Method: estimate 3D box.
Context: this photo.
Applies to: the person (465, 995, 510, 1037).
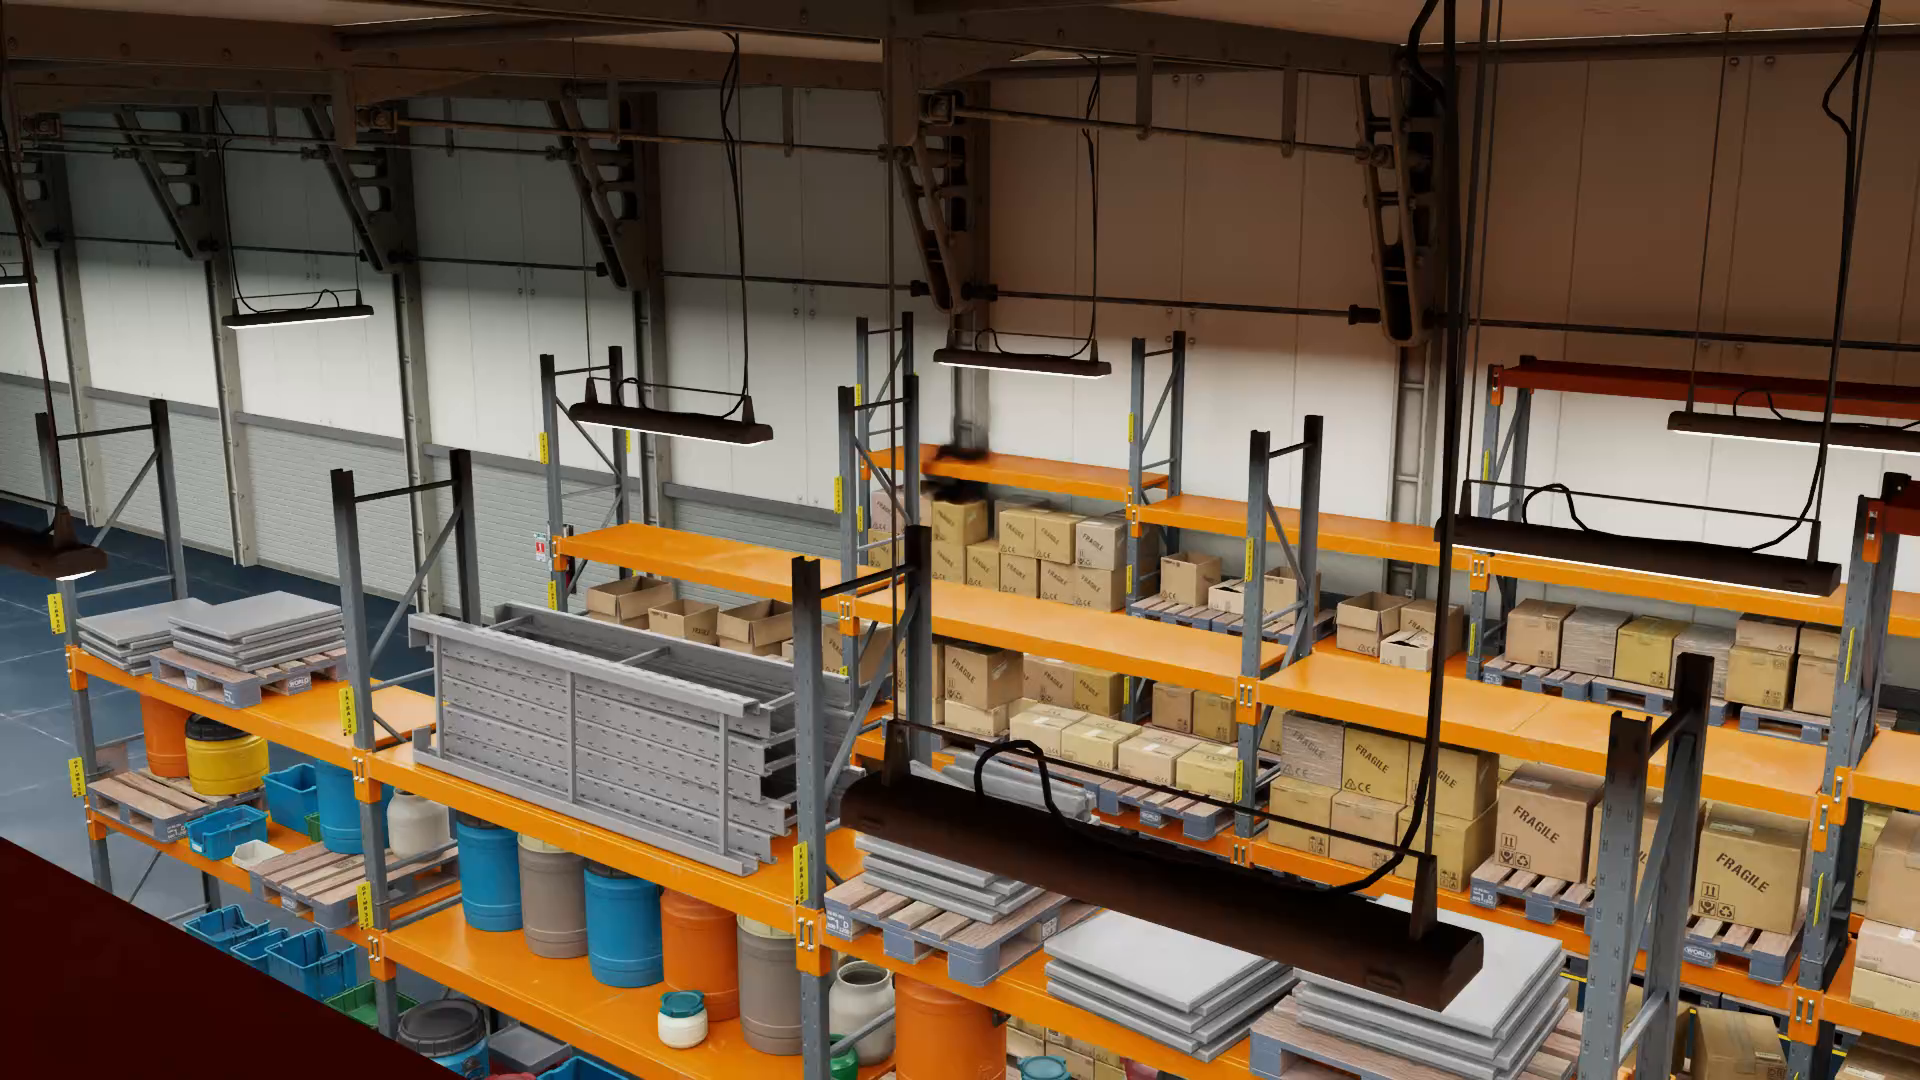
[{"bbox_3d":[-4.156,3.872,14.726,0.573,1.723,0.712,7,15,26],"label":"person"}]
